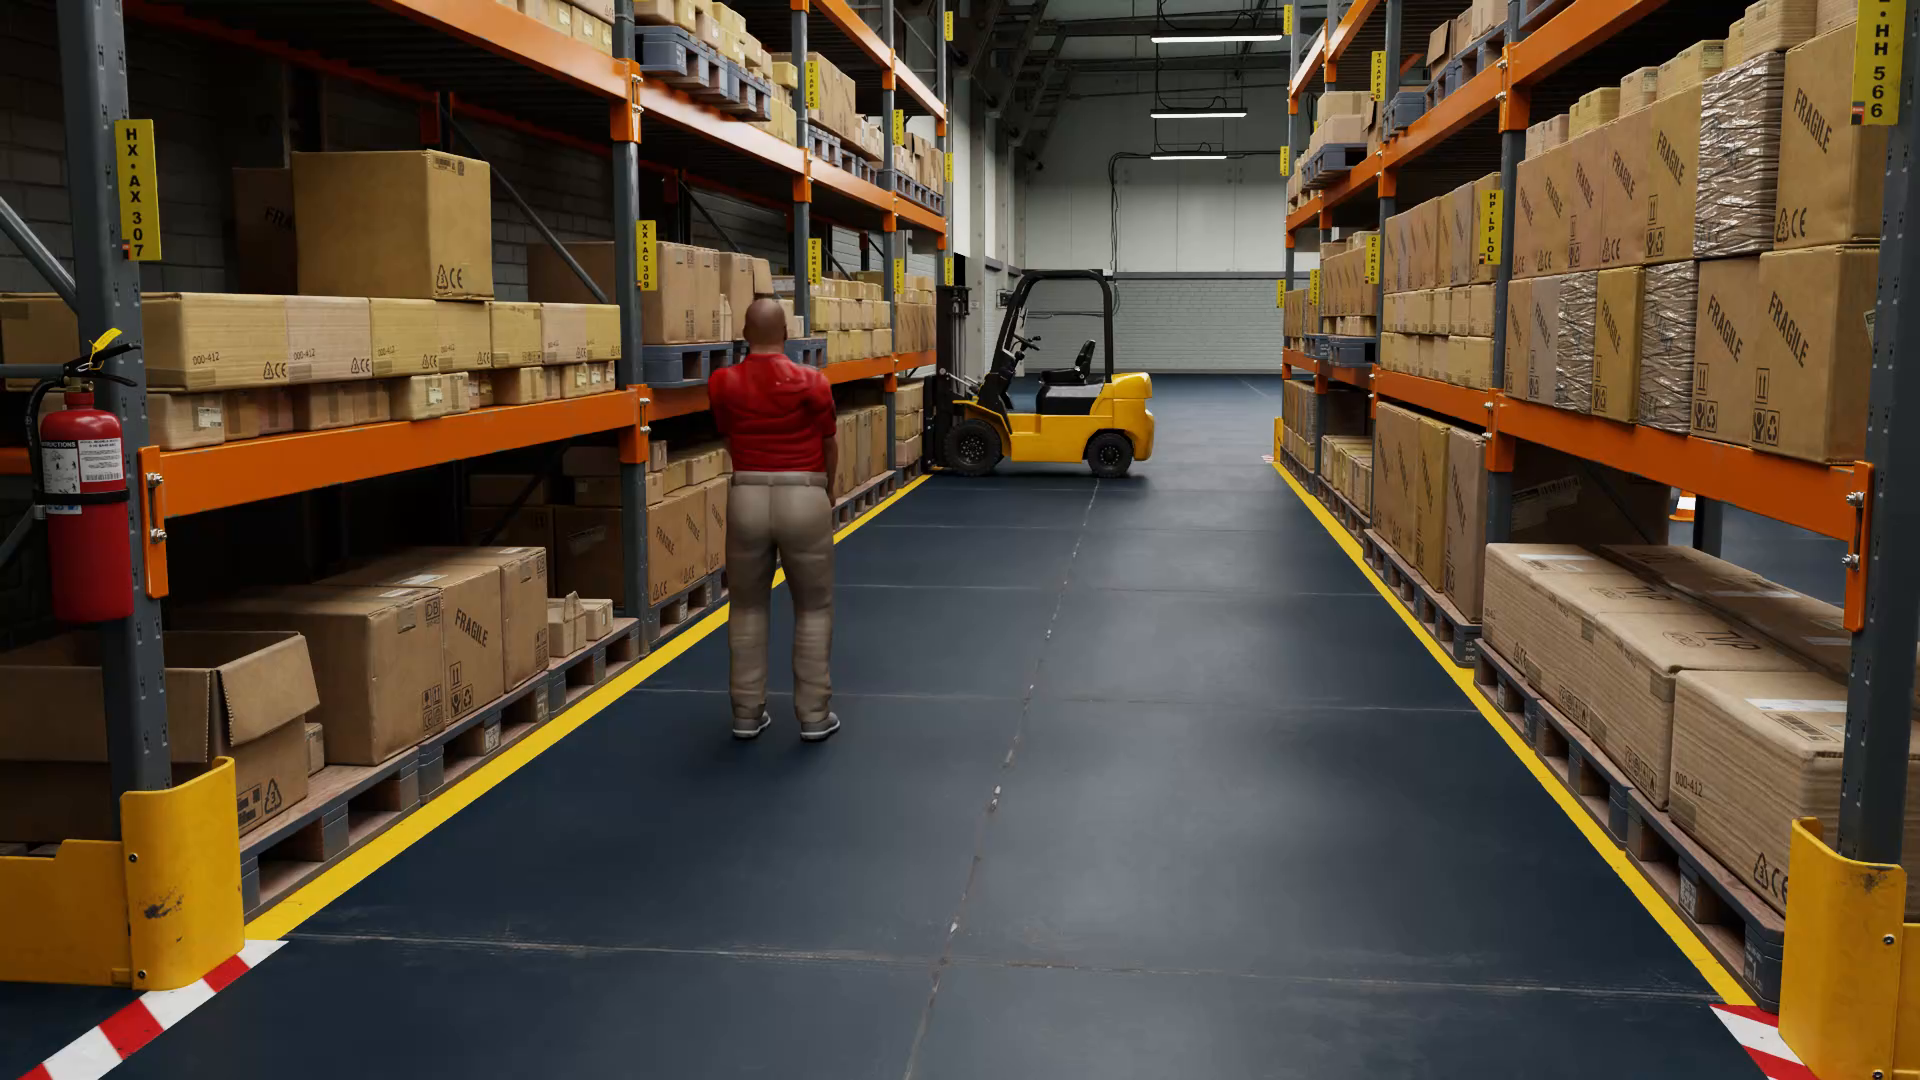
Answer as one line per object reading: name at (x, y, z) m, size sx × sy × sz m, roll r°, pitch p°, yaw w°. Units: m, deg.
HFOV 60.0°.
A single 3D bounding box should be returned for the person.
person at (-0.711, -0.091, 6.590) m, size 0.495 × 1.715 × 0.530 m, roll 1°, pitch 8°, yaw 7°
